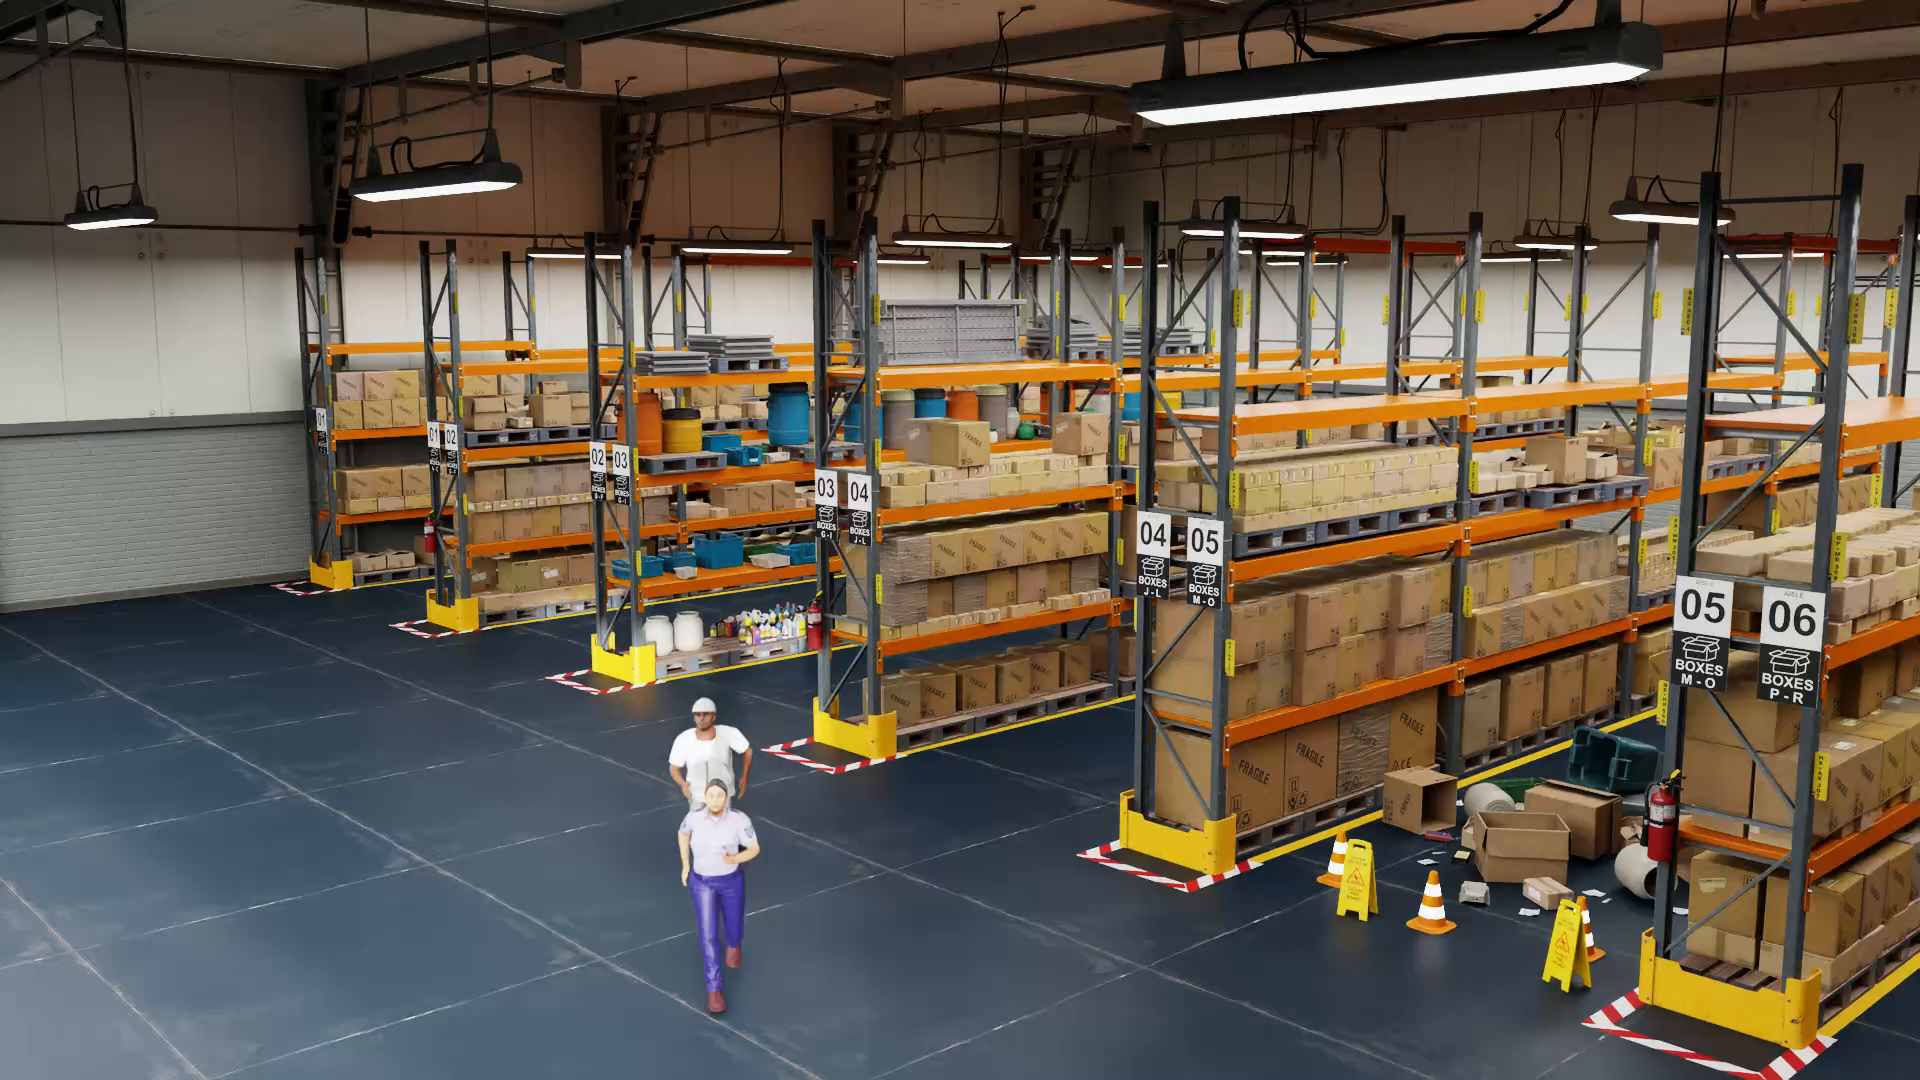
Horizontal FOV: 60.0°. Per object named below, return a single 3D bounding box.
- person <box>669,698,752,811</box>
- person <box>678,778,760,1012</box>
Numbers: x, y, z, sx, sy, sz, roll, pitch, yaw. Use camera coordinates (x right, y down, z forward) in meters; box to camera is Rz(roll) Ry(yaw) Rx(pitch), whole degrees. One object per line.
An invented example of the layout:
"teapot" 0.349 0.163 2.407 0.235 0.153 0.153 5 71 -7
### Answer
"person" -2.160 2.212 14.346 0.701 1.725 0.617 0 8 -2
"person" -1.784 2.550 12.319 0.607 1.632 0.888 -1 8 -6
